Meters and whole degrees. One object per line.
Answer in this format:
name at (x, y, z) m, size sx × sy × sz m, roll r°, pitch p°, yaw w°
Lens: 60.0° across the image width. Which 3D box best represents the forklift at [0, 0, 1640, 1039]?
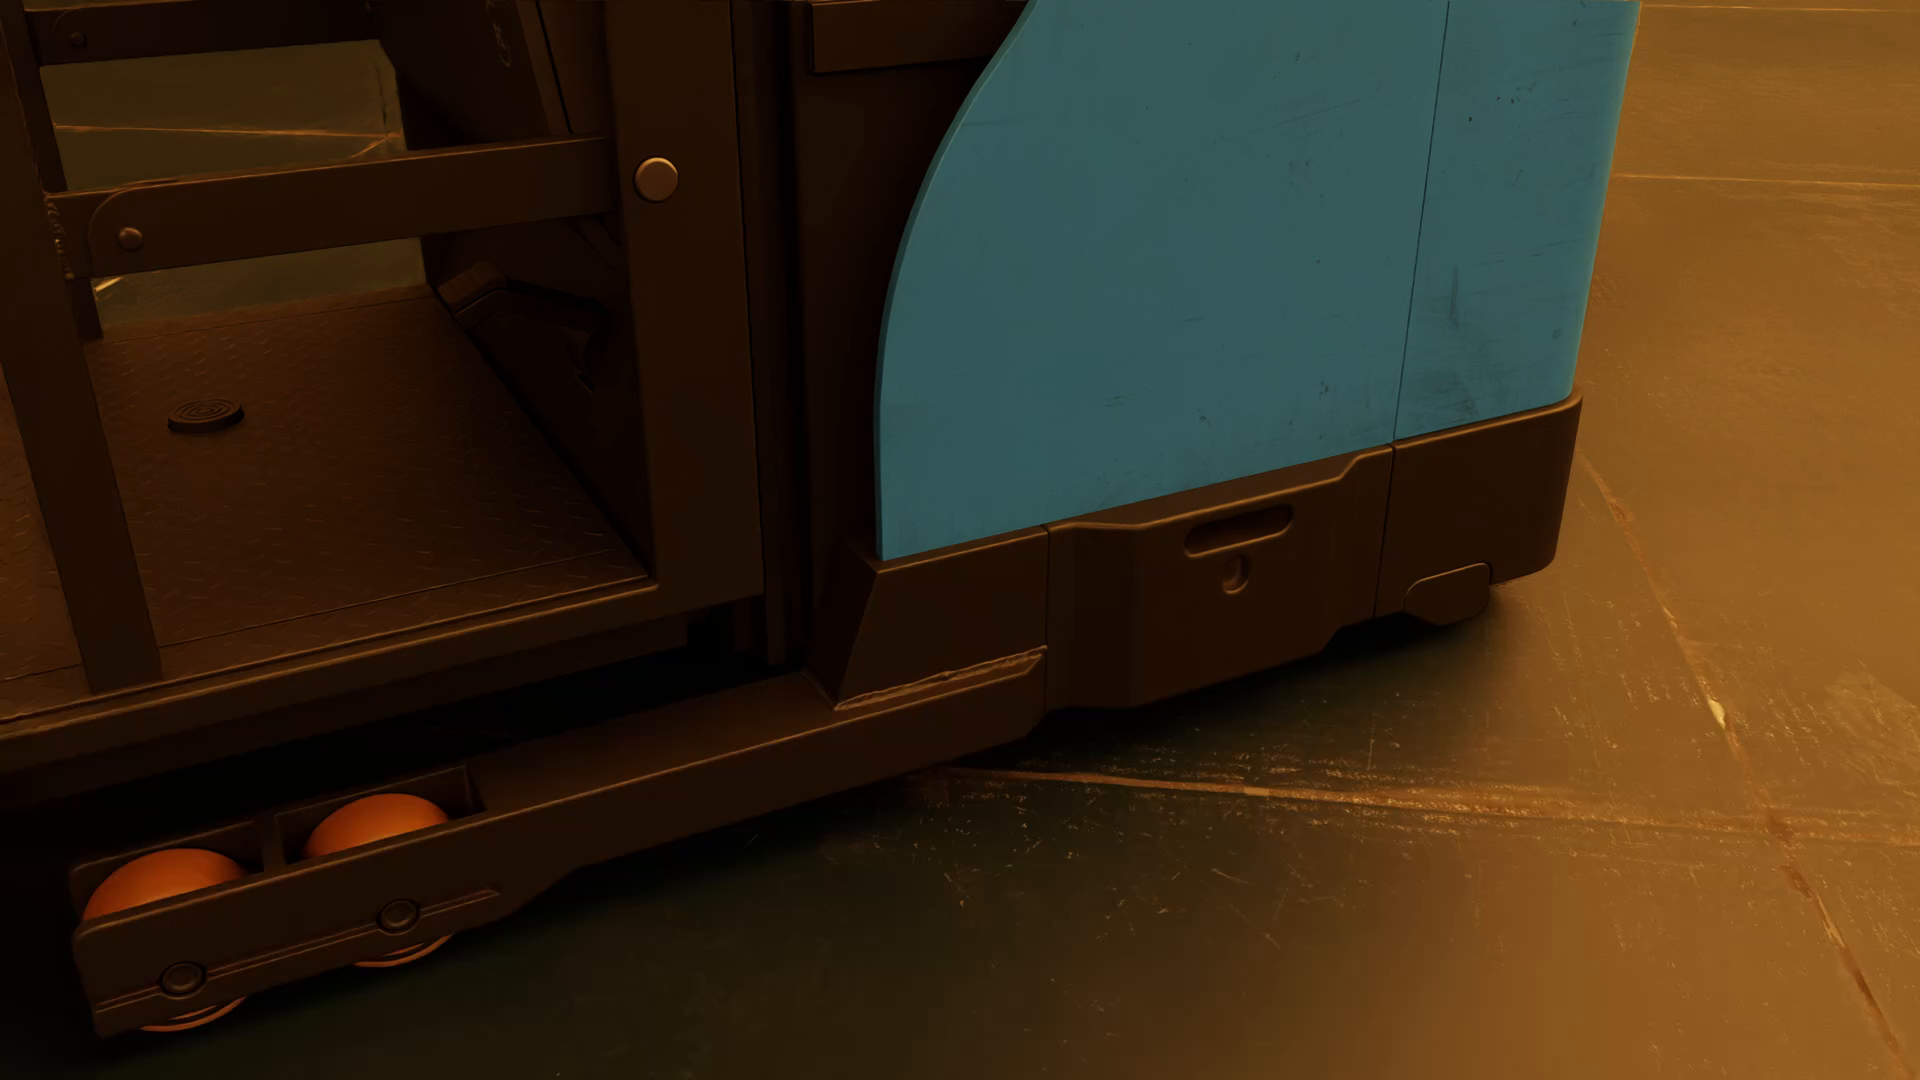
forklift at (-0.720, -1.118, 1.458) m, size 3.031 × 2.935 × 1.130 m, roll -13°, pitch 29°, yaw -24°
